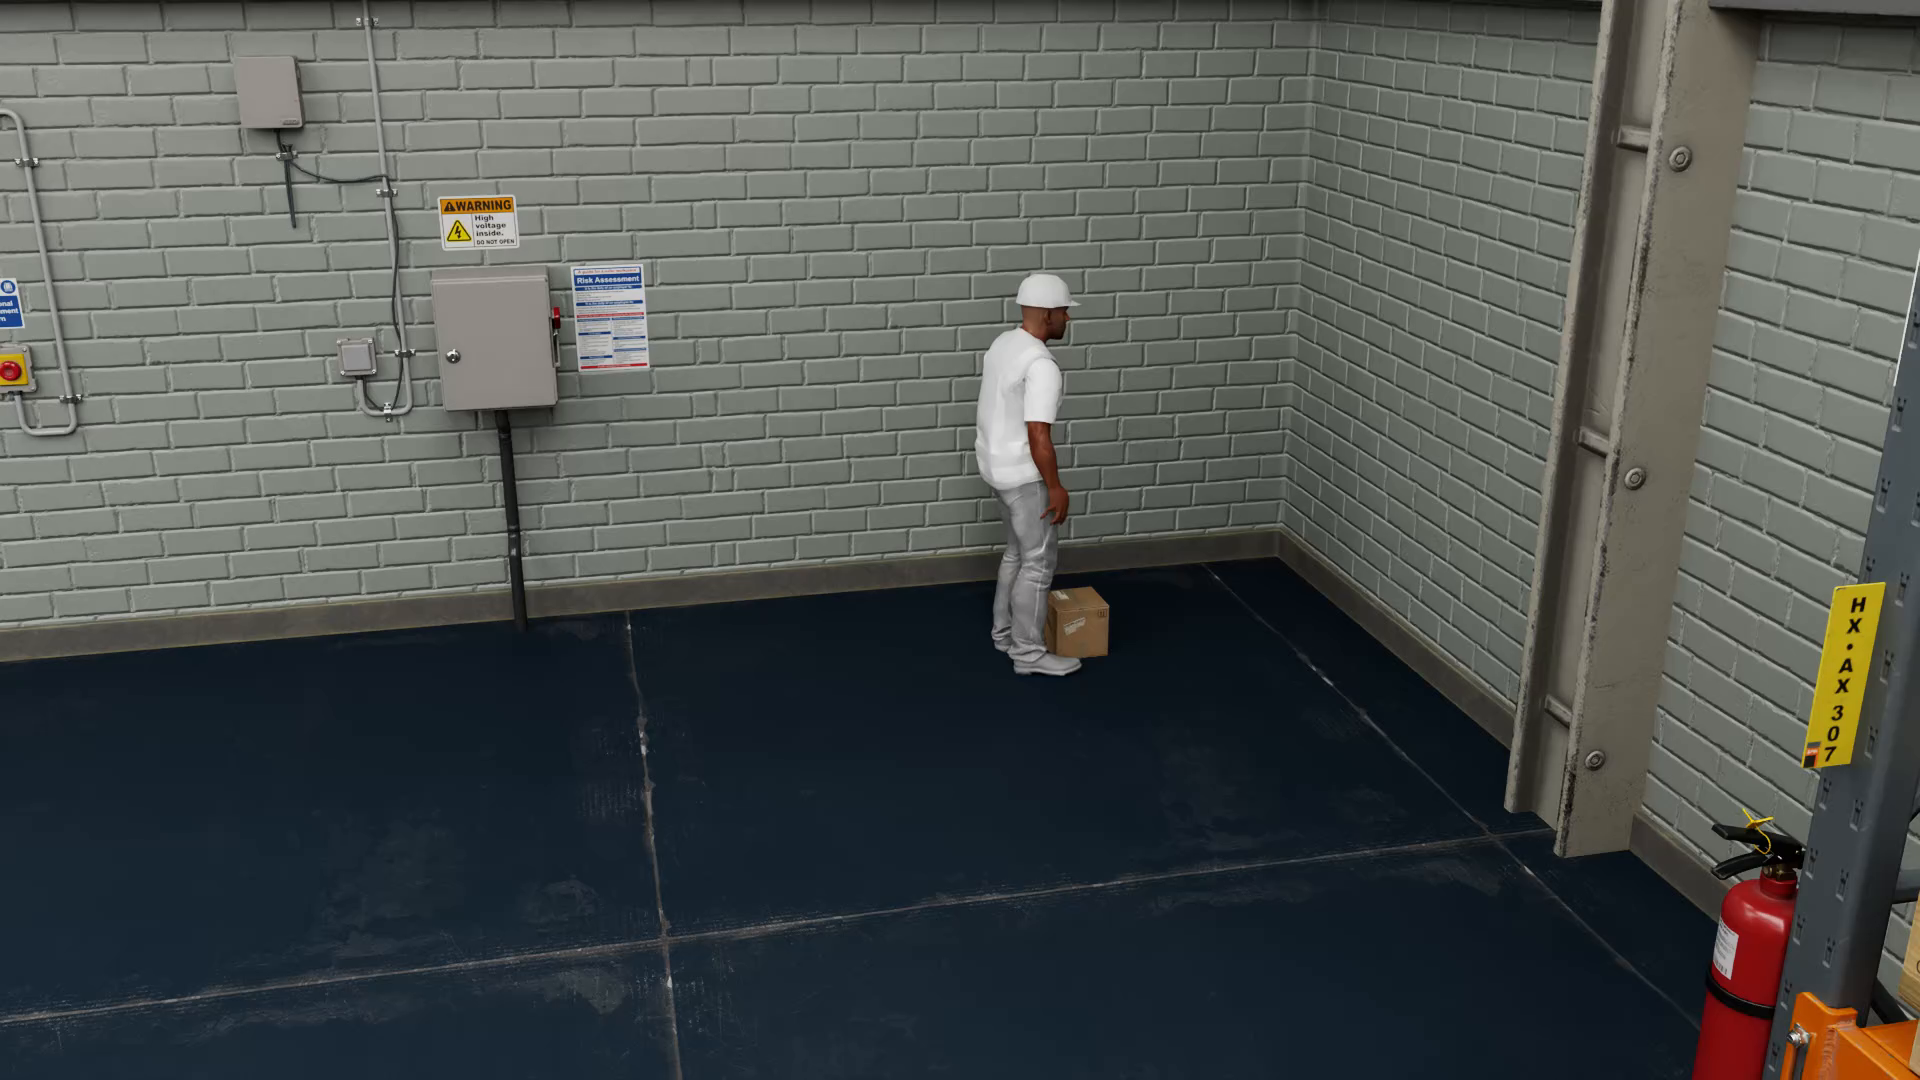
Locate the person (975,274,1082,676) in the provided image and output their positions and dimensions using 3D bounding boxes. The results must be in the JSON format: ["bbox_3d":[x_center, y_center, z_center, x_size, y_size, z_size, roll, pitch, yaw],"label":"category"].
[{"bbox_3d":[0.311,-0.301,7.391,0.454,1.761,0.636,-5,20,-15],"label":"person"}]
